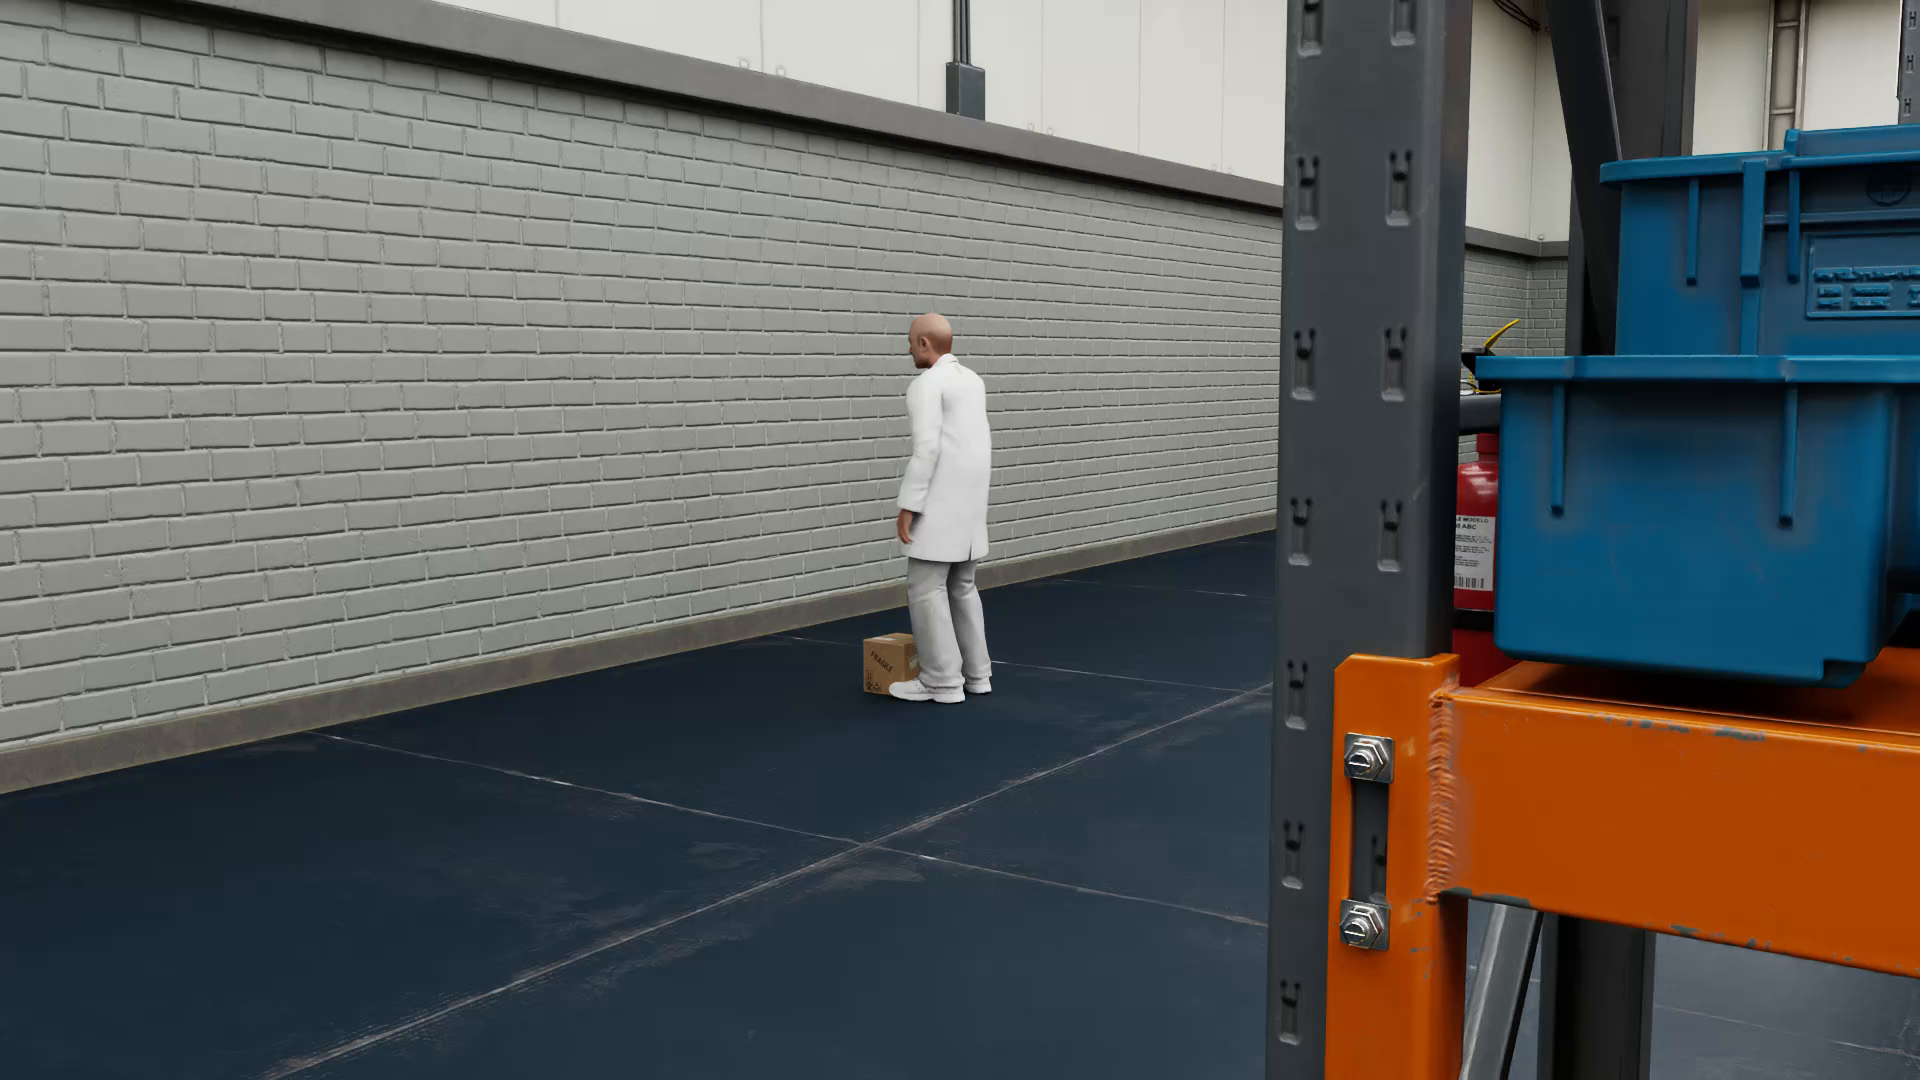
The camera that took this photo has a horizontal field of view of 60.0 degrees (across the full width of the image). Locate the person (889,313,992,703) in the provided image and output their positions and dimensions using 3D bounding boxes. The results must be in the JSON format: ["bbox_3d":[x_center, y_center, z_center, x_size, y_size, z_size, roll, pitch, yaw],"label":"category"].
[{"bbox_3d":[-0.082,-0.151,7.658,0.421,1.774,0.654,4,7,30],"label":"person"}]
